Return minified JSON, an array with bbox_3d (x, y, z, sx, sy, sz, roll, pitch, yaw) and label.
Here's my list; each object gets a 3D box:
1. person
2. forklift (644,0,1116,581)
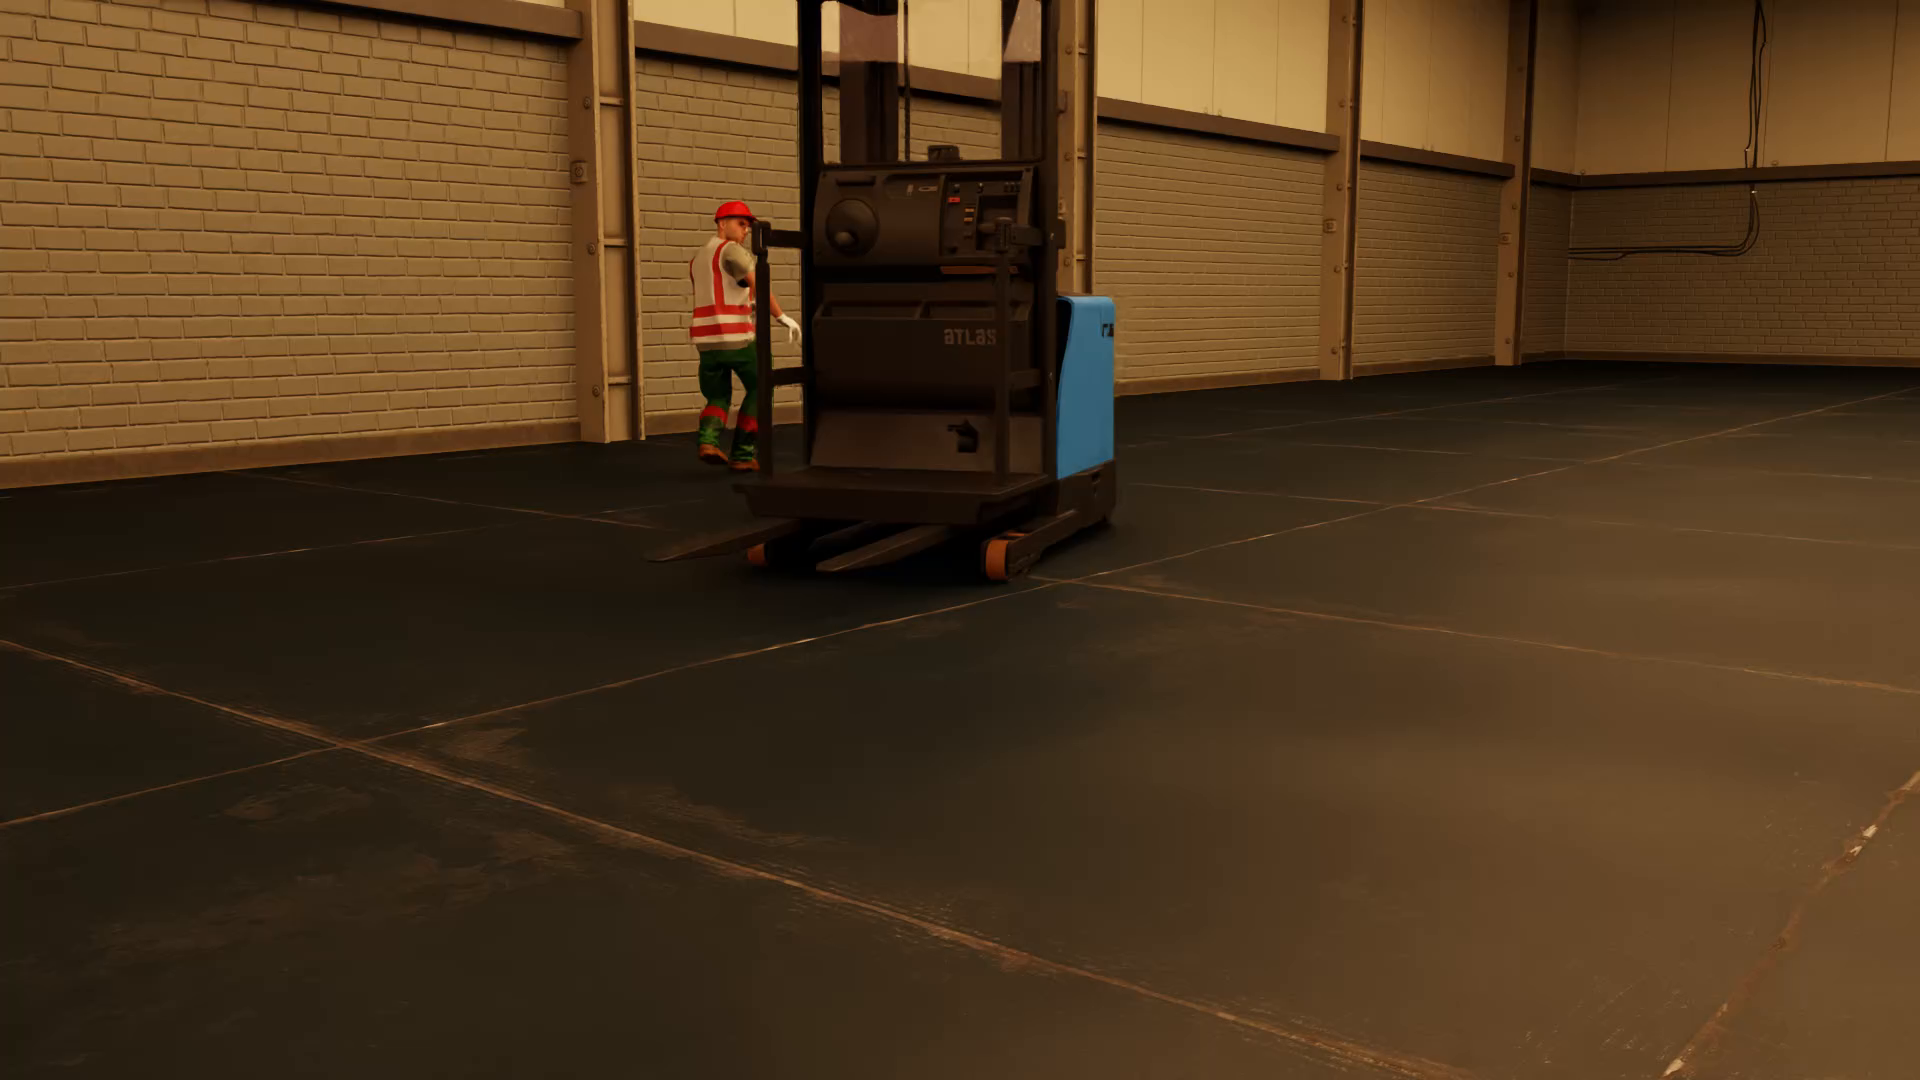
[{"bbox_3d":[-1.269,-1.221,10.081,0.895,1.644,0.852,5,10,32],"label":"person"},{"bbox_3d":[-0.221,-1.357,6.553,1.130,2.935,3.031,3,9,19],"label":"forklift"}]
